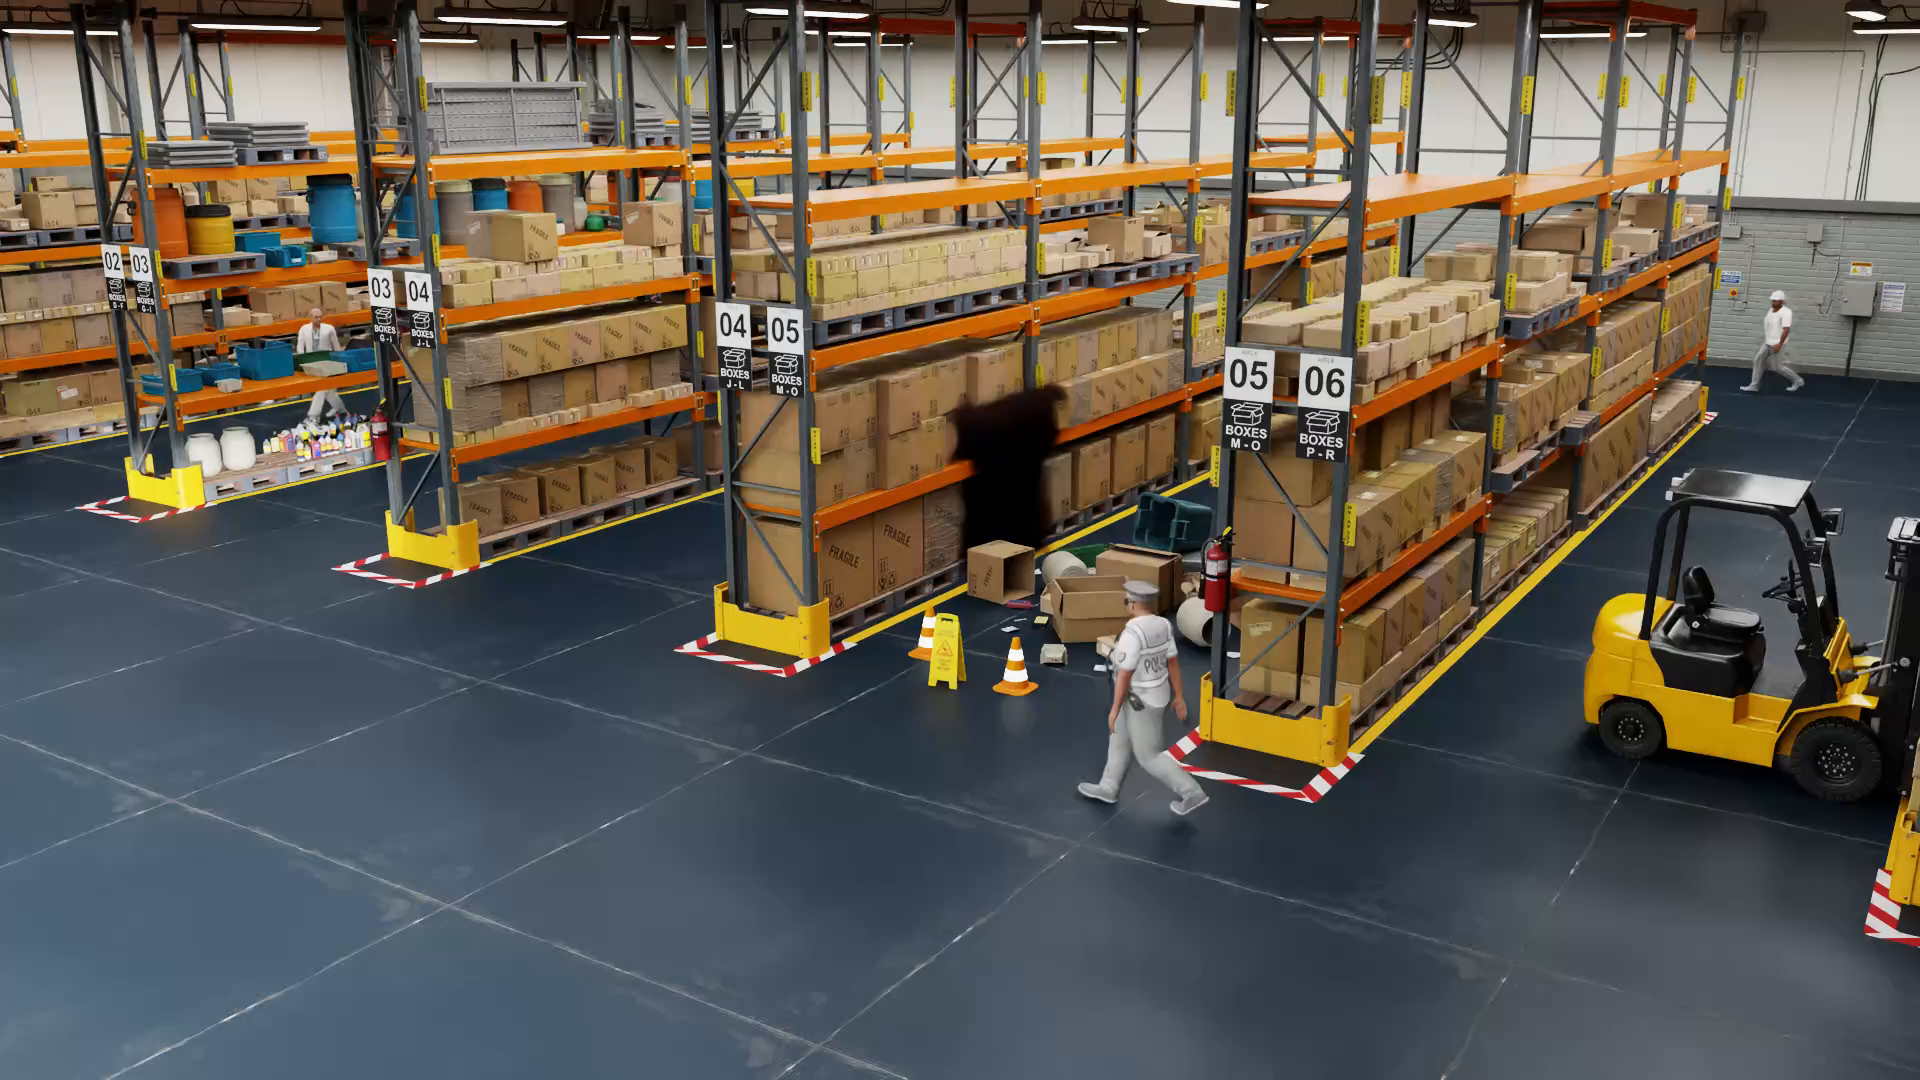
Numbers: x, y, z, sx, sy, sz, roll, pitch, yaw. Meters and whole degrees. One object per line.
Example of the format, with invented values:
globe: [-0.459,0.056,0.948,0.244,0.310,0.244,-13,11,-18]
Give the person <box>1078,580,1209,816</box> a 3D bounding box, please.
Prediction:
person: [1.317,1.151,11.880,1.002,1.714,0.503,4,16,14]

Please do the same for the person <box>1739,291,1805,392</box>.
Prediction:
person: [13.700,-3.320,27.922,0.936,1.727,0.615,4,16,13]

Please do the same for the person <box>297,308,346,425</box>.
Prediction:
person: [-9.906,-2.672,25.590,0.522,1.662,1.079,7,17,24]

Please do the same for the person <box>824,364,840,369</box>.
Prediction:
person: [-1.575,-1.851,21.766,0.540,1.616,0.888,8,17,26]
